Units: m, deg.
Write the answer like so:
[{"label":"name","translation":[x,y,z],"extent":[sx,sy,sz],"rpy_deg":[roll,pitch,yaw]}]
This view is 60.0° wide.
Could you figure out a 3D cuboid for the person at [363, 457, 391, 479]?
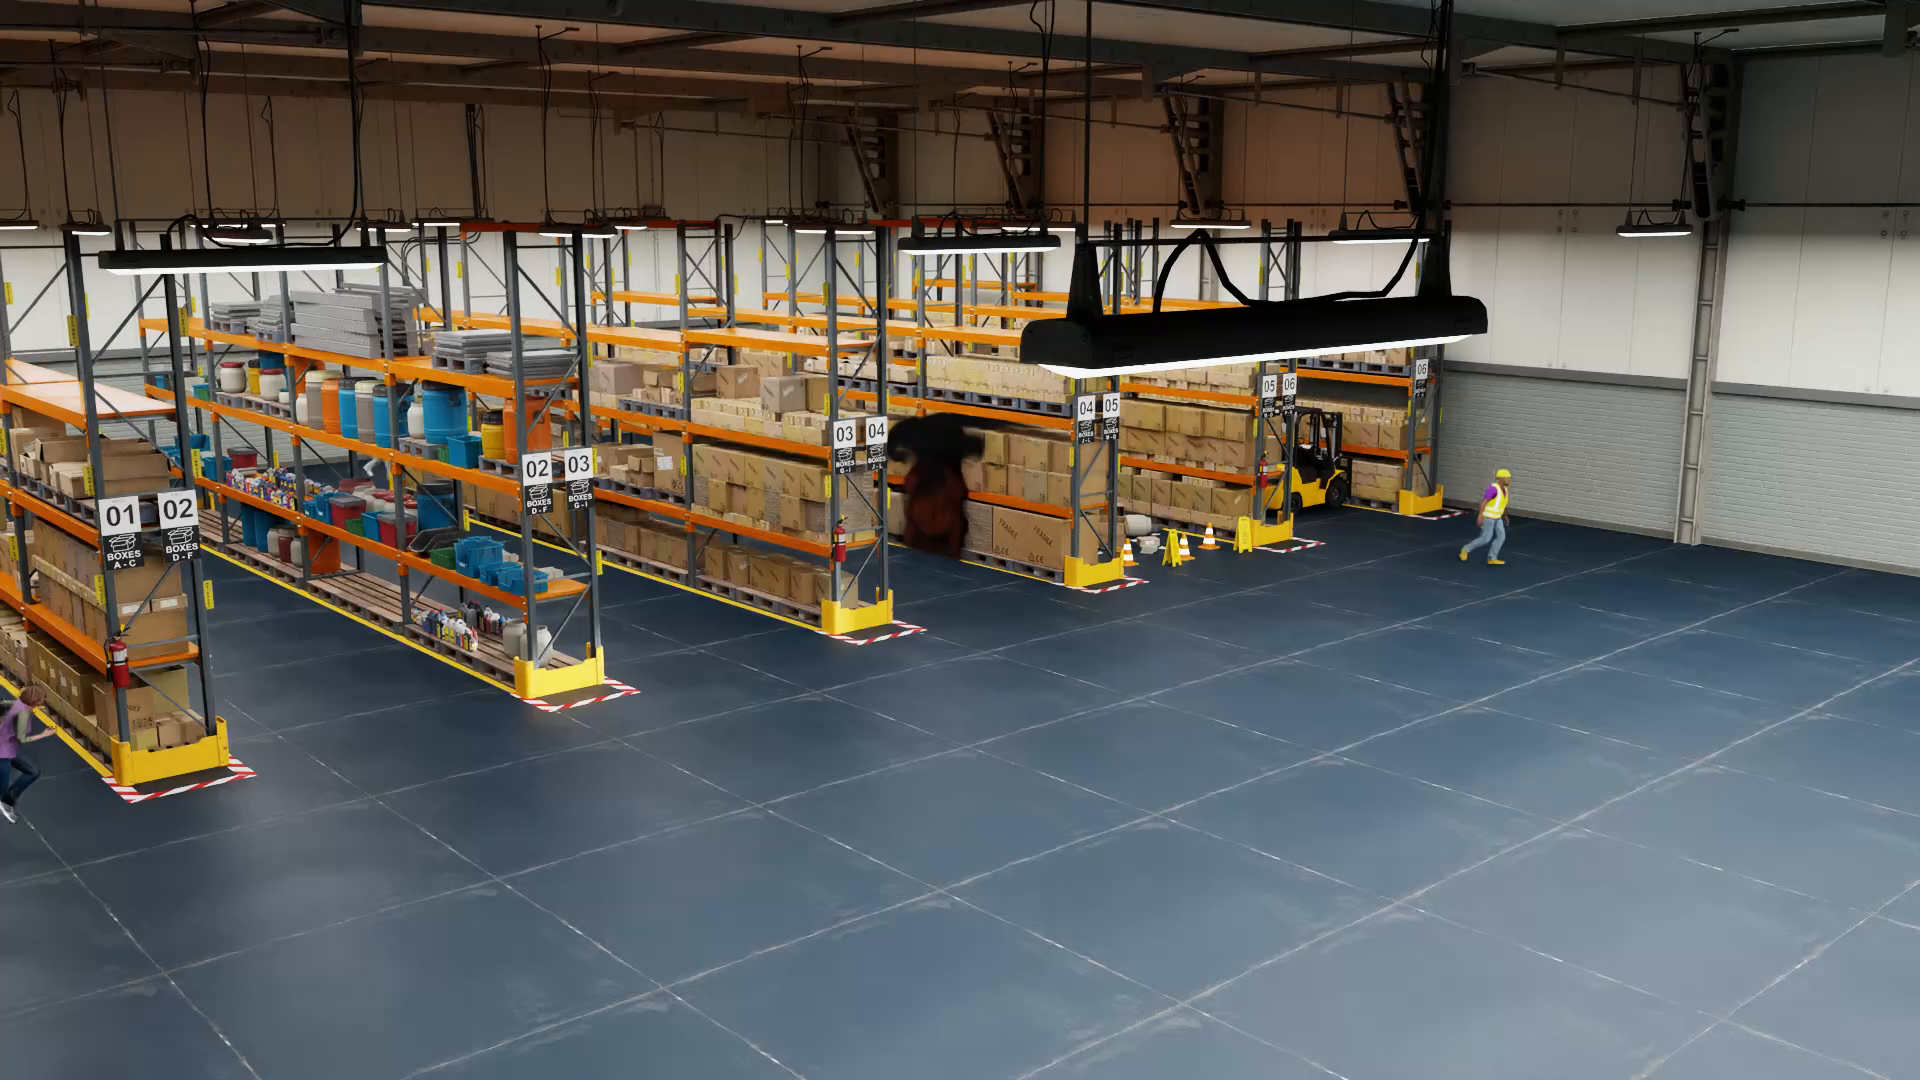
[{"label":"person","translation":[-13.495,-2.219,38.676],"extent":[0.948,1.671,0.523],"rpy_deg":[1,11,7]}]

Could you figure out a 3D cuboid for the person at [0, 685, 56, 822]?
[{"label":"person","translation":[-9.796,2.219,17.166],"extent":[0.867,1.433,0.568],"rpy_deg":[-6,13,-27]}]

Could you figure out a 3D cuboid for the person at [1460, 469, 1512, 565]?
[{"label":"person","translation":[9.386,-0.421,29.628],"extent":[0.762,1.709,0.774],"rpy_deg":[9,15,39]}]
